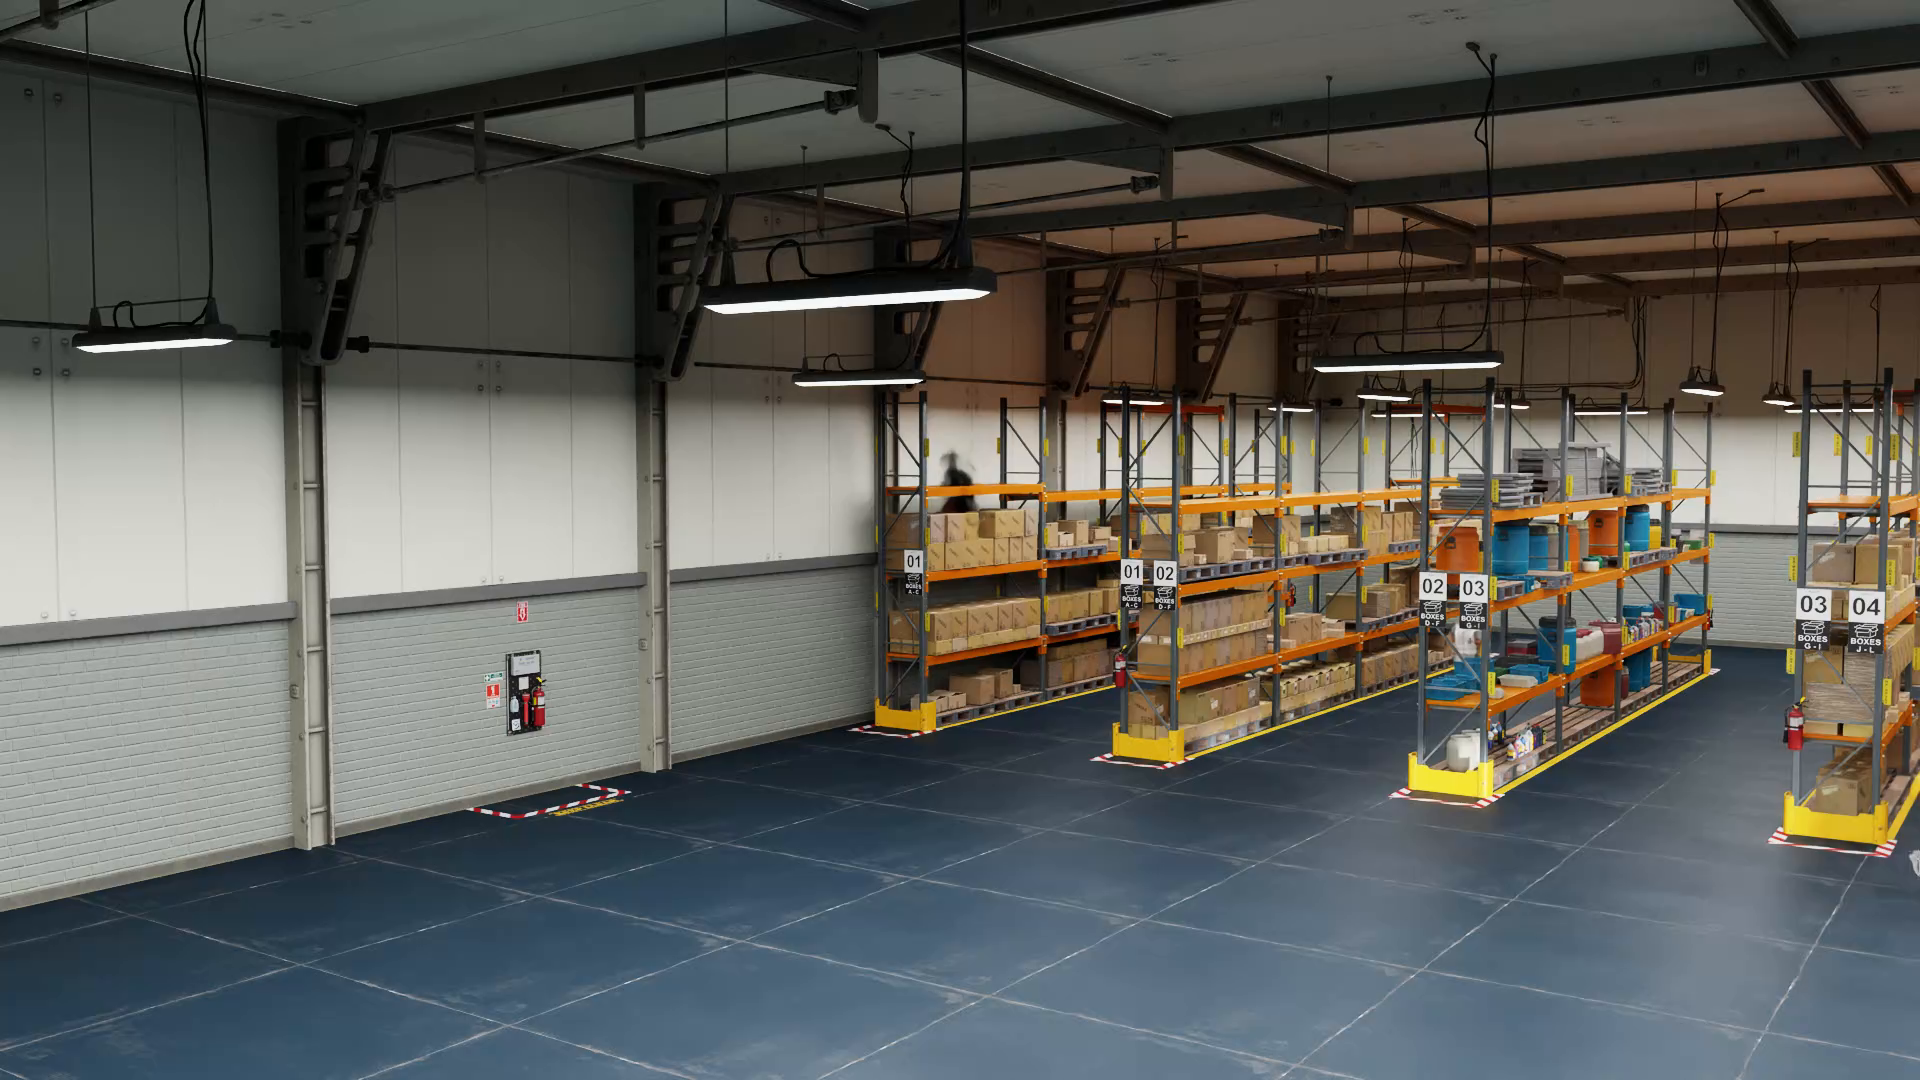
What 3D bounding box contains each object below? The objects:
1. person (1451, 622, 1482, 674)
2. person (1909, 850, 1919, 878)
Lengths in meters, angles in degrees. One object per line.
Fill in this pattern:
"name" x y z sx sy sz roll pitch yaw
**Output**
"person" 10.004 2.292 32.904 0.657 1.846 0.789 2 4 25
"person" 10.857 3.145 18.220 0.701 1.752 1.000 -1 3 -23
